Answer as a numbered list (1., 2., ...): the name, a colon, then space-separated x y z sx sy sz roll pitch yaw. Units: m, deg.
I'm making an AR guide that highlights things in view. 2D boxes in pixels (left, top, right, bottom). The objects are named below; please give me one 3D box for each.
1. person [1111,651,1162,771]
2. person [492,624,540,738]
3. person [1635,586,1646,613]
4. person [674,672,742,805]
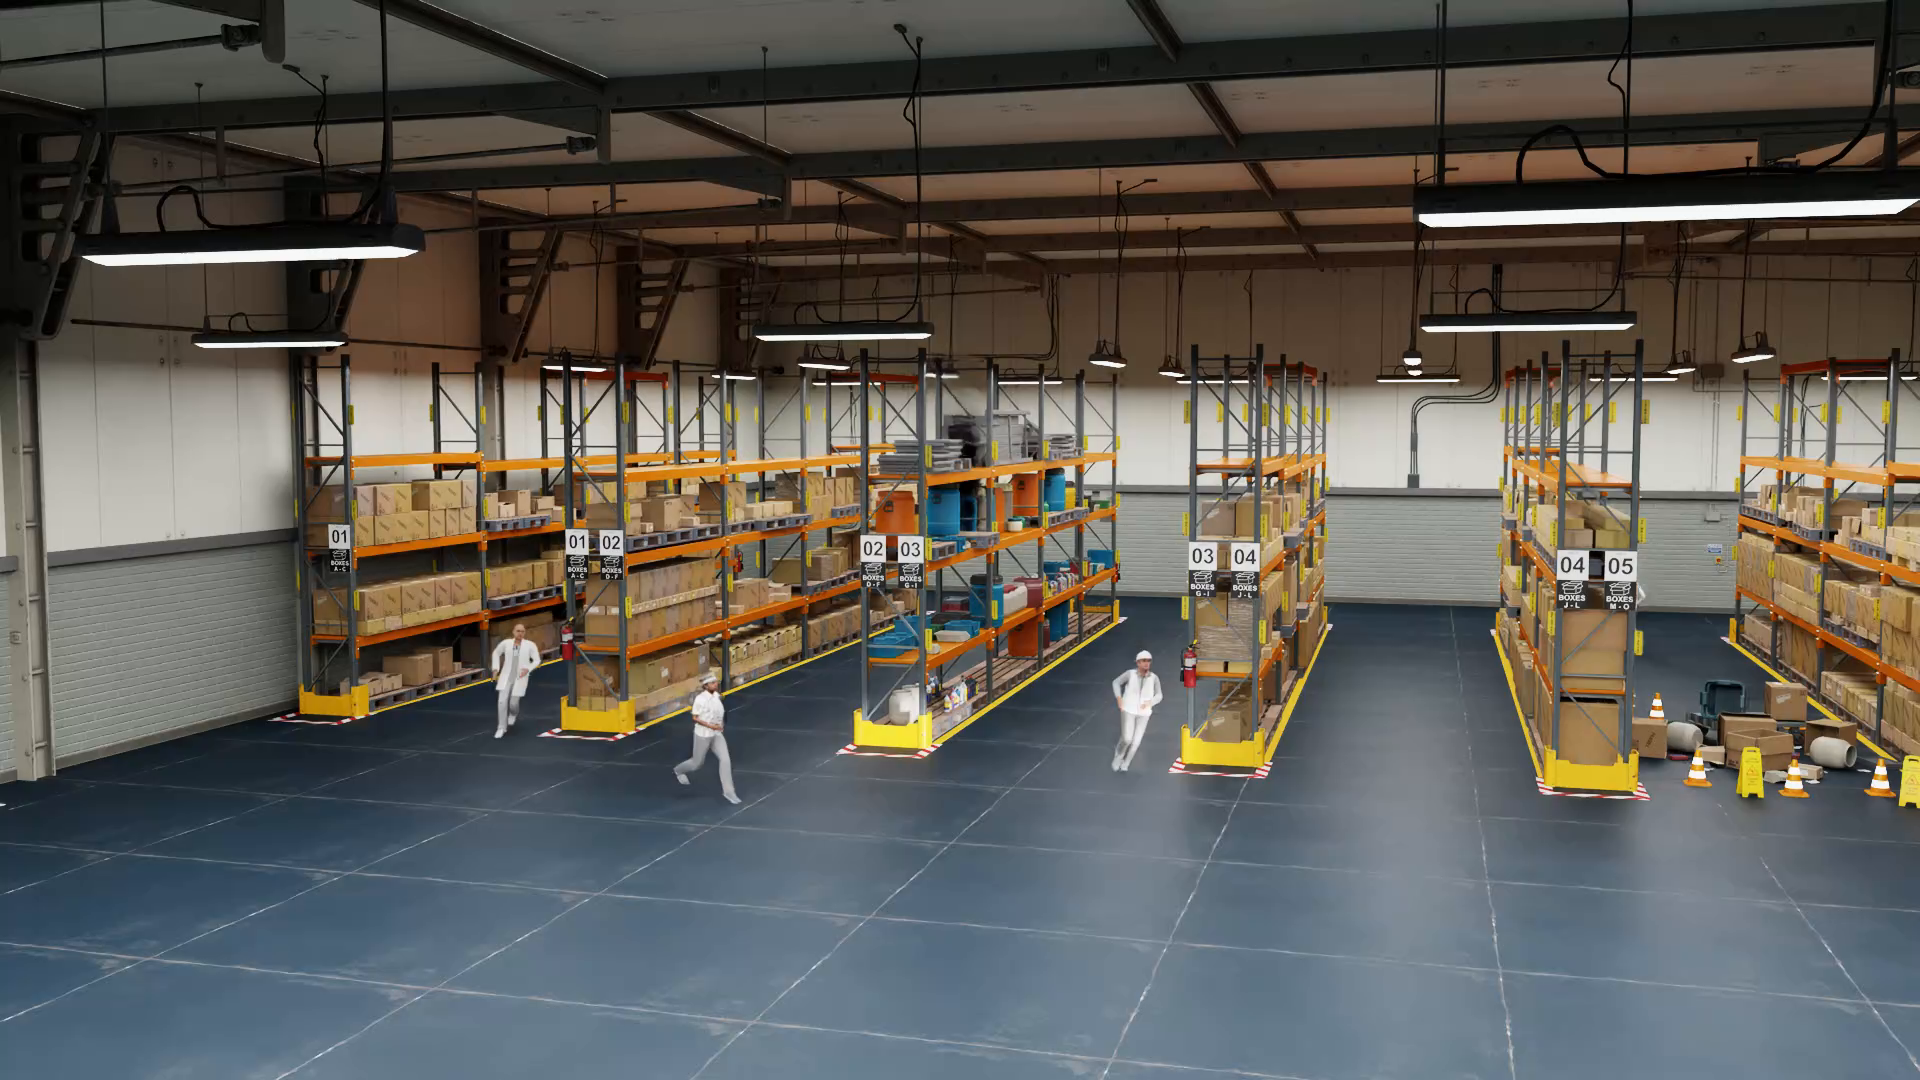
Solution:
1. person: 2.475 2.395 23.212 0.690 1.710 0.594 0 4 -6
2. person: -6.996 2.194 26.204 0.755 1.745 0.842 0 4 -6
3. person: 14.310 1.510 35.589 0.618 1.694 0.827 0 4 0
4. person: -3.308 2.555 21.620 1.091 1.703 0.521 3 5 39
